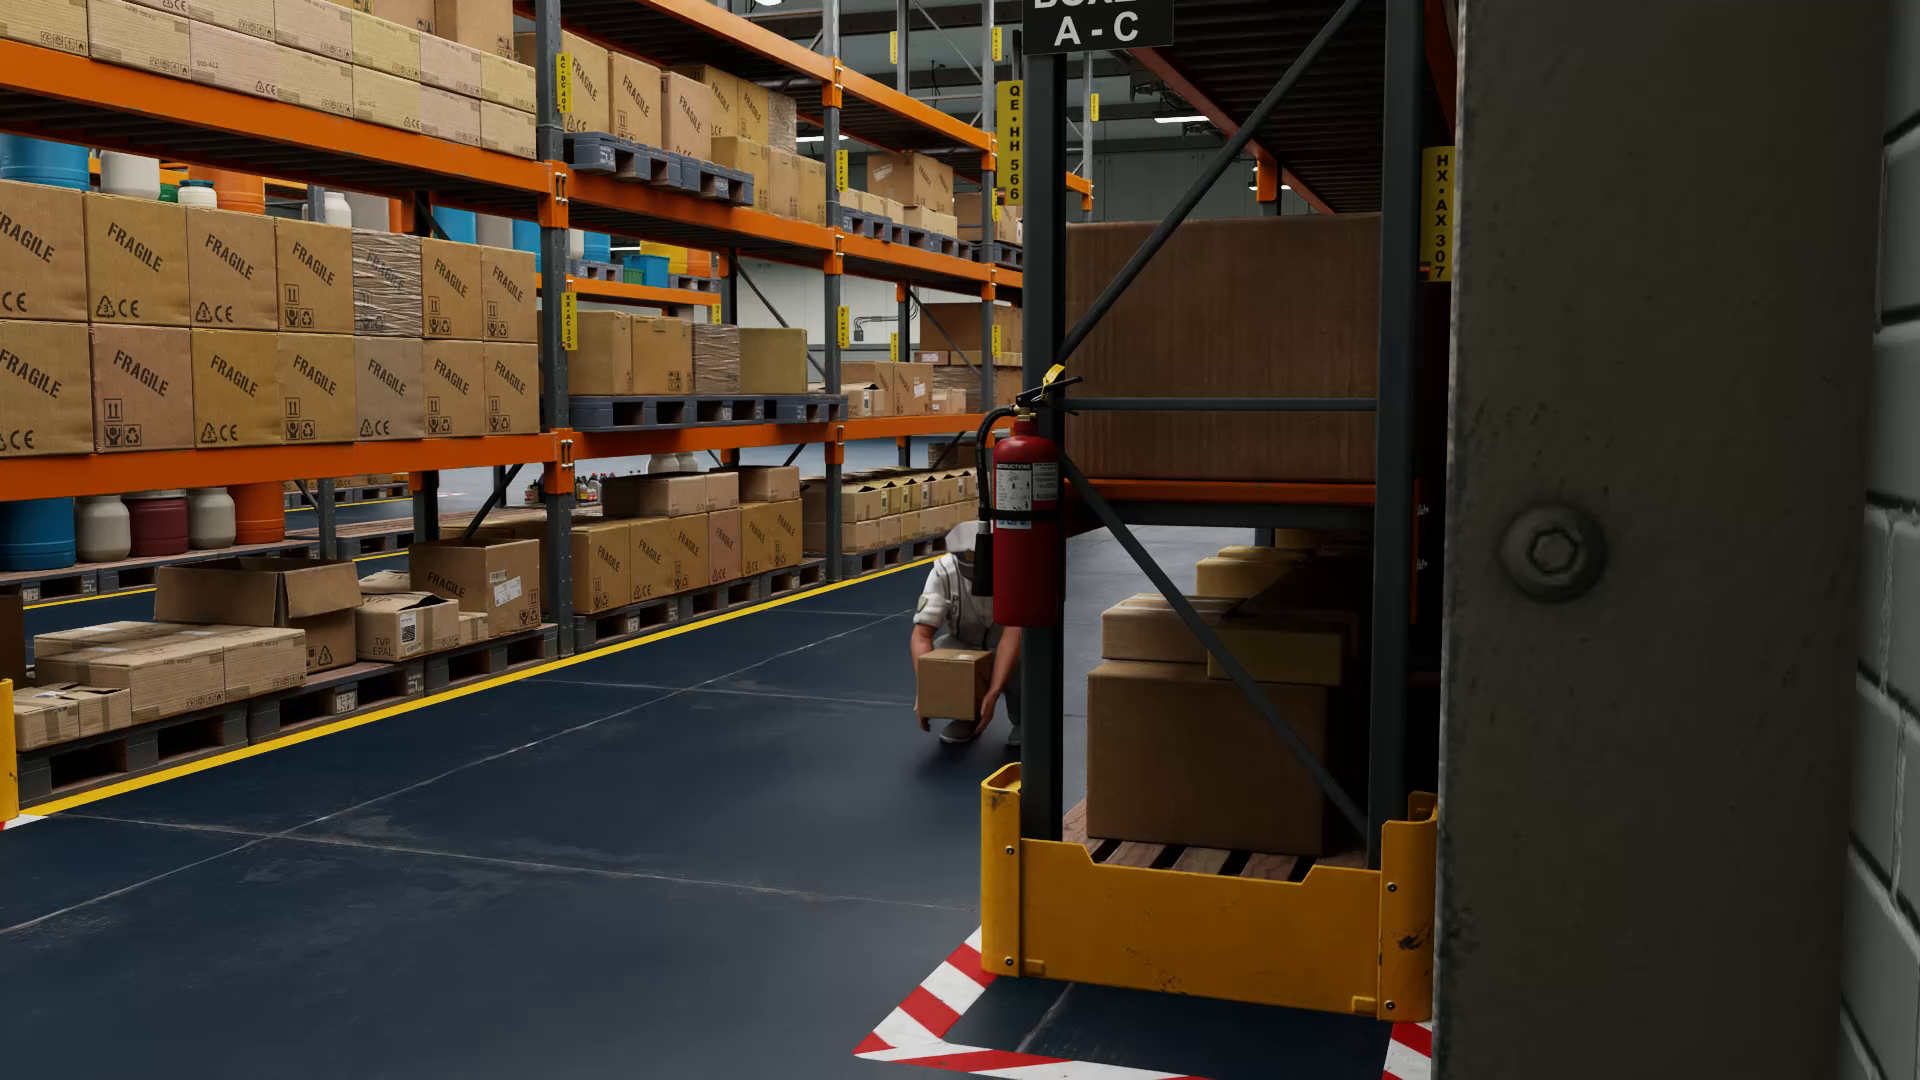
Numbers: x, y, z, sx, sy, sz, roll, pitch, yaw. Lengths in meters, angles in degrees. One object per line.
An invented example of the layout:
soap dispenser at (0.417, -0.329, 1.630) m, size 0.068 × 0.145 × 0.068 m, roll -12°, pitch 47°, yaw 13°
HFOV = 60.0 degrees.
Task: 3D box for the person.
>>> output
person at (0.106, 0.400, 7.238) m, size 0.548 × 1.011 × 0.892 m, roll 2°, pitch 5°, yaw 18°
